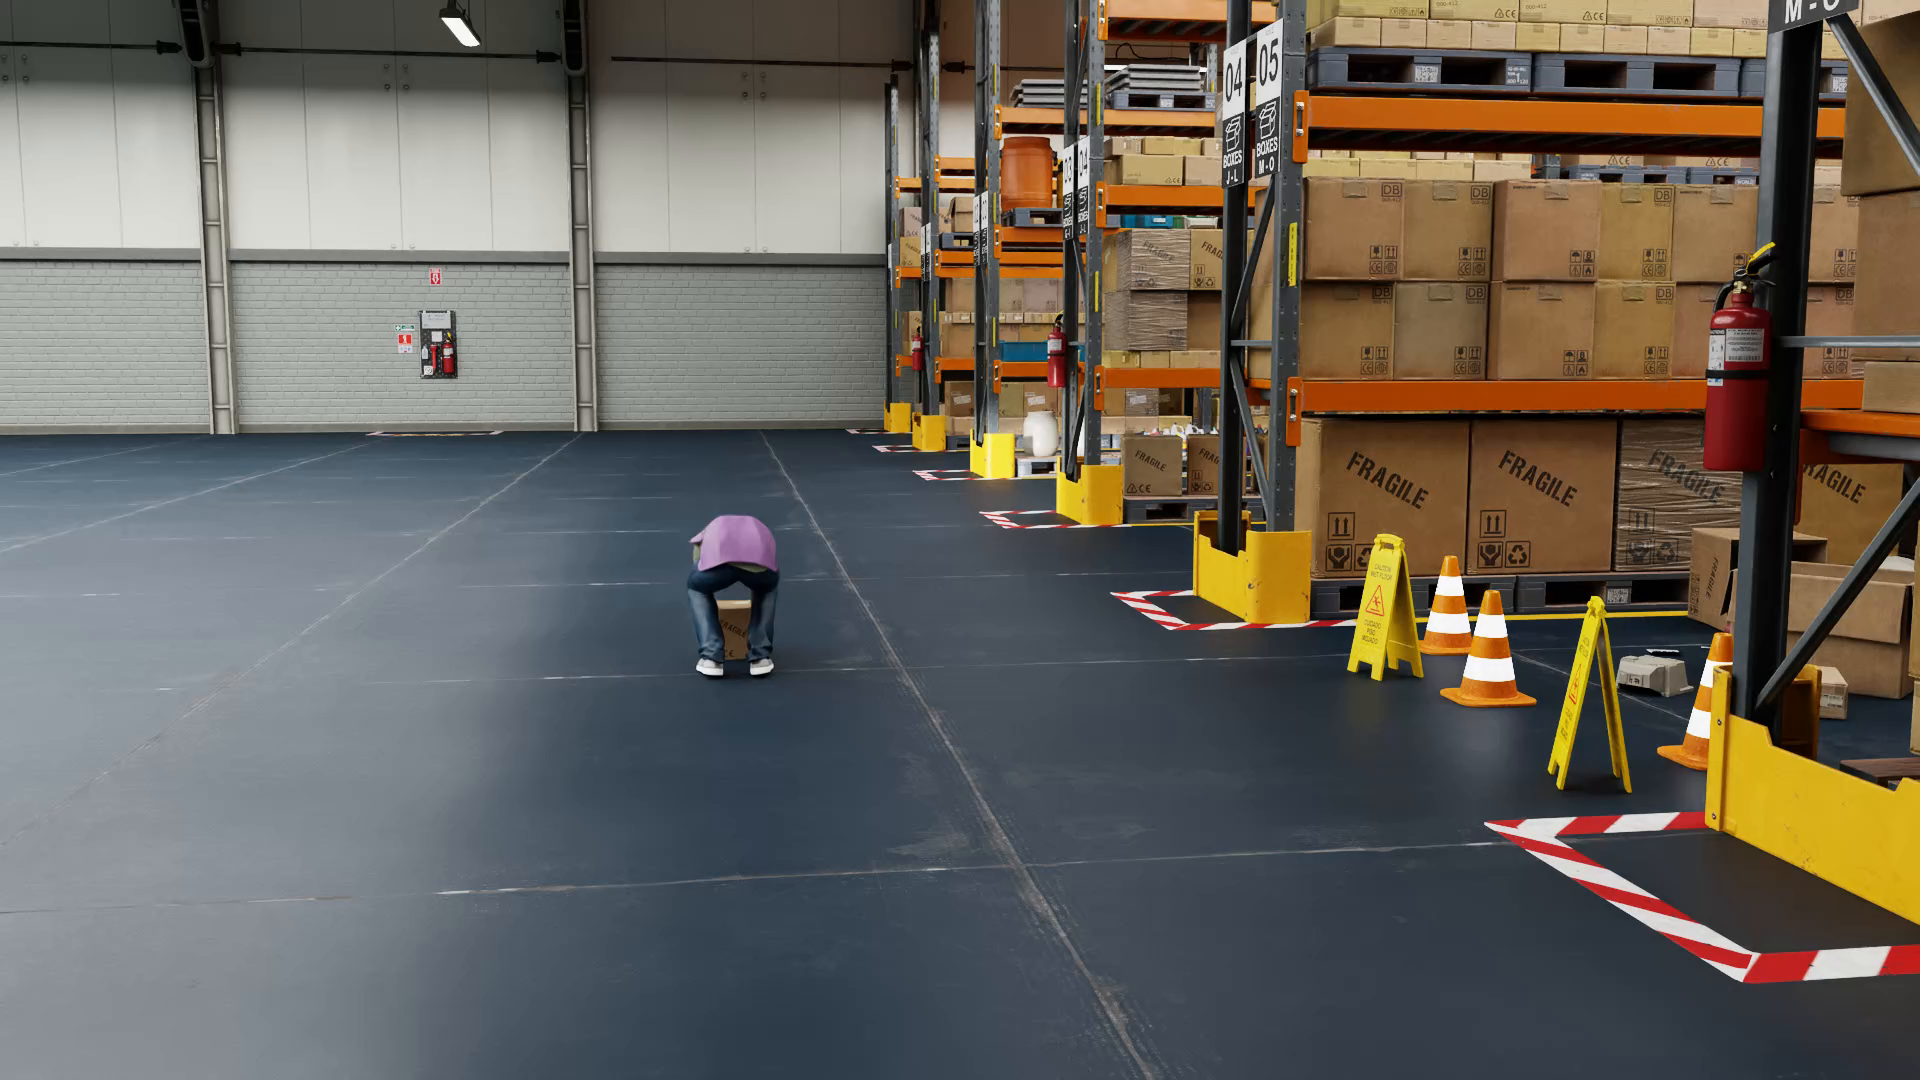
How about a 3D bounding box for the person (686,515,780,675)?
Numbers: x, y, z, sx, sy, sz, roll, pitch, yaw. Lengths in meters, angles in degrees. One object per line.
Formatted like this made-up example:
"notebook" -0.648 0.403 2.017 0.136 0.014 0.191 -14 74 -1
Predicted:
"person" -1.055 0.245 7.728 0.427 0.758 0.873 -1 7 -10
